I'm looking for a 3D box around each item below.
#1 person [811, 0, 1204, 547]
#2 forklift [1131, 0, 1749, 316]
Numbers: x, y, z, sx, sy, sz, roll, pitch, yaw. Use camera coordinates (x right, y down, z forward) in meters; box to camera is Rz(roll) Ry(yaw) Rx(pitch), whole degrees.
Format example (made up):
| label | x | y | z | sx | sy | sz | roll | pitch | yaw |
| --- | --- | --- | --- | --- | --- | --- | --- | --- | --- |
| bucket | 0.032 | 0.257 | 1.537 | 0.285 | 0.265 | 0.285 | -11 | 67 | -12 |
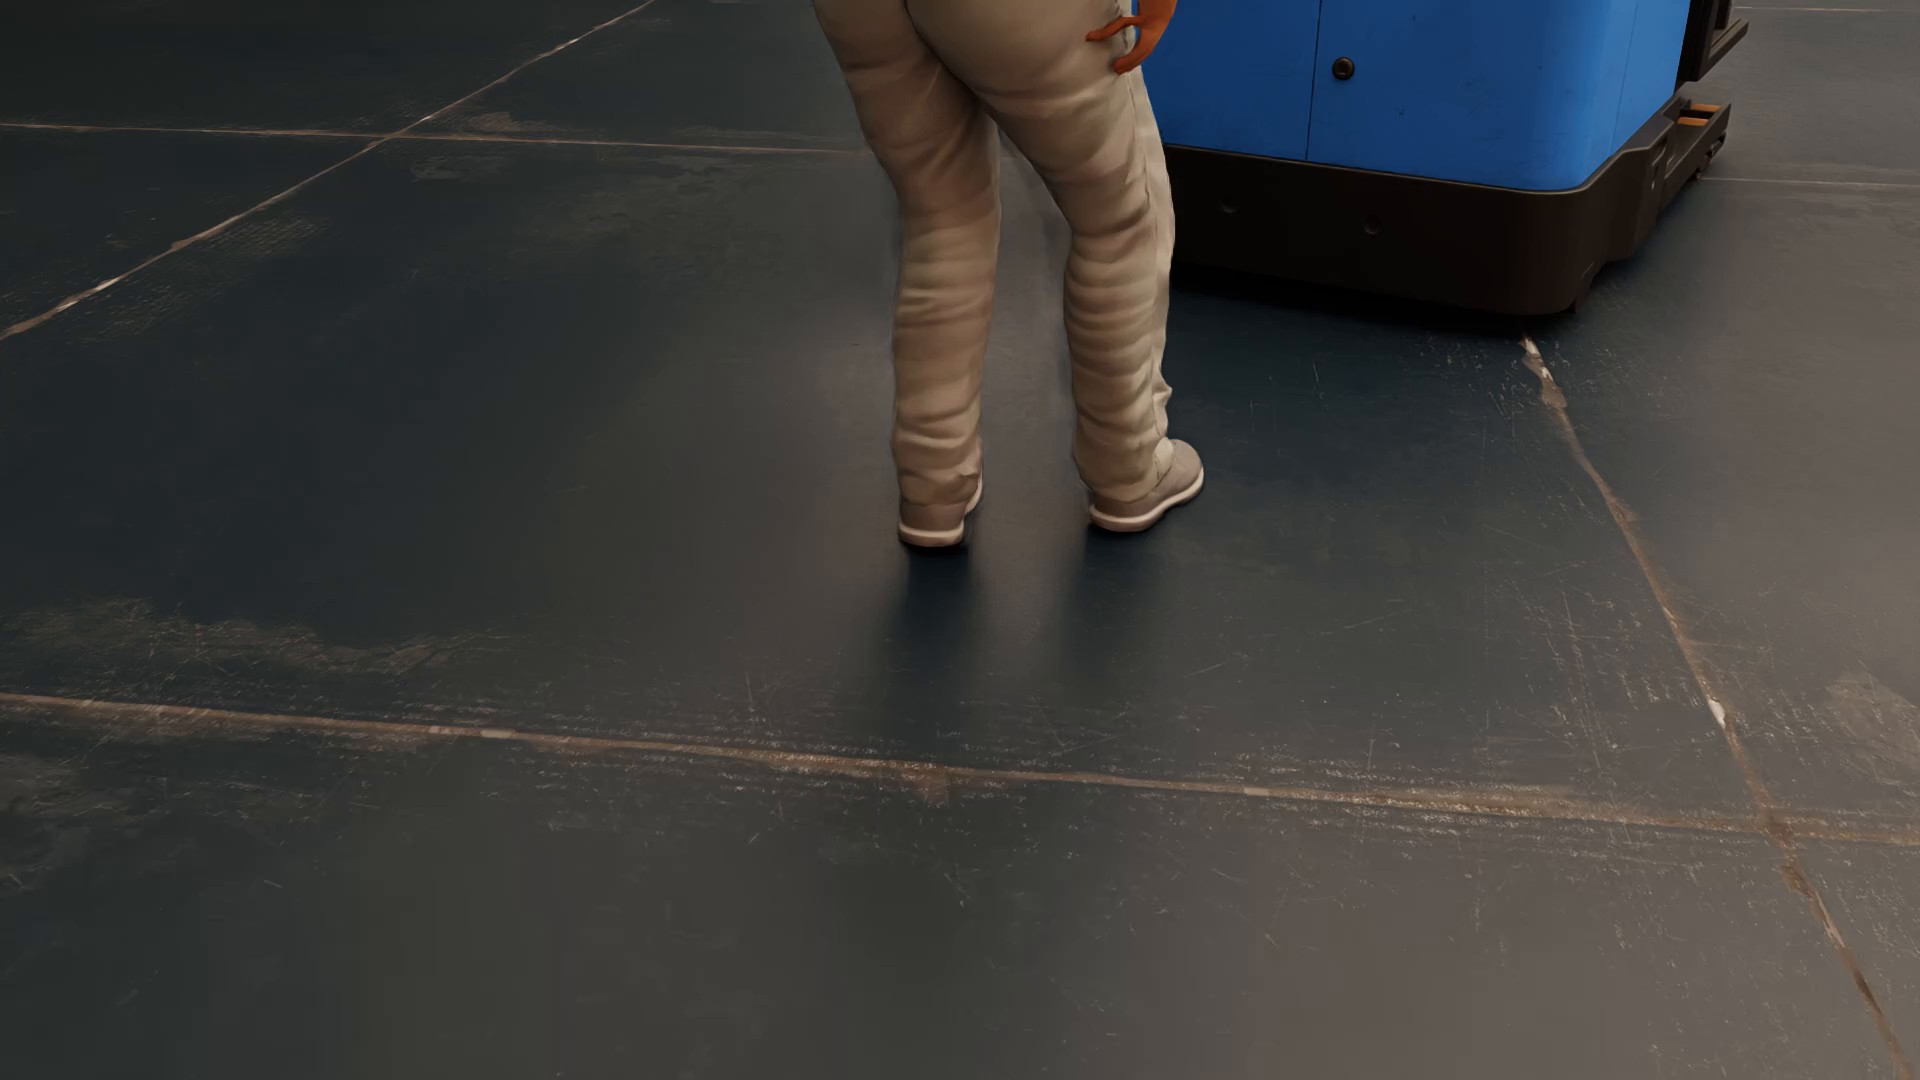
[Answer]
| label | x | y | z | sx | sy | sz | roll | pitch | yaw |
| --- | --- | --- | --- | --- | --- | --- | --- | --- | --- |
| person | 0.069 | -0.790 | 2.246 | 0.588 | 1.663 | 0.584 | 17 | 31 | 30 |
| forklift | 1.457 | -2.361 | 3.949 | 1.130 | 2.935 | 3.031 | 15 | 30 | 27 |
